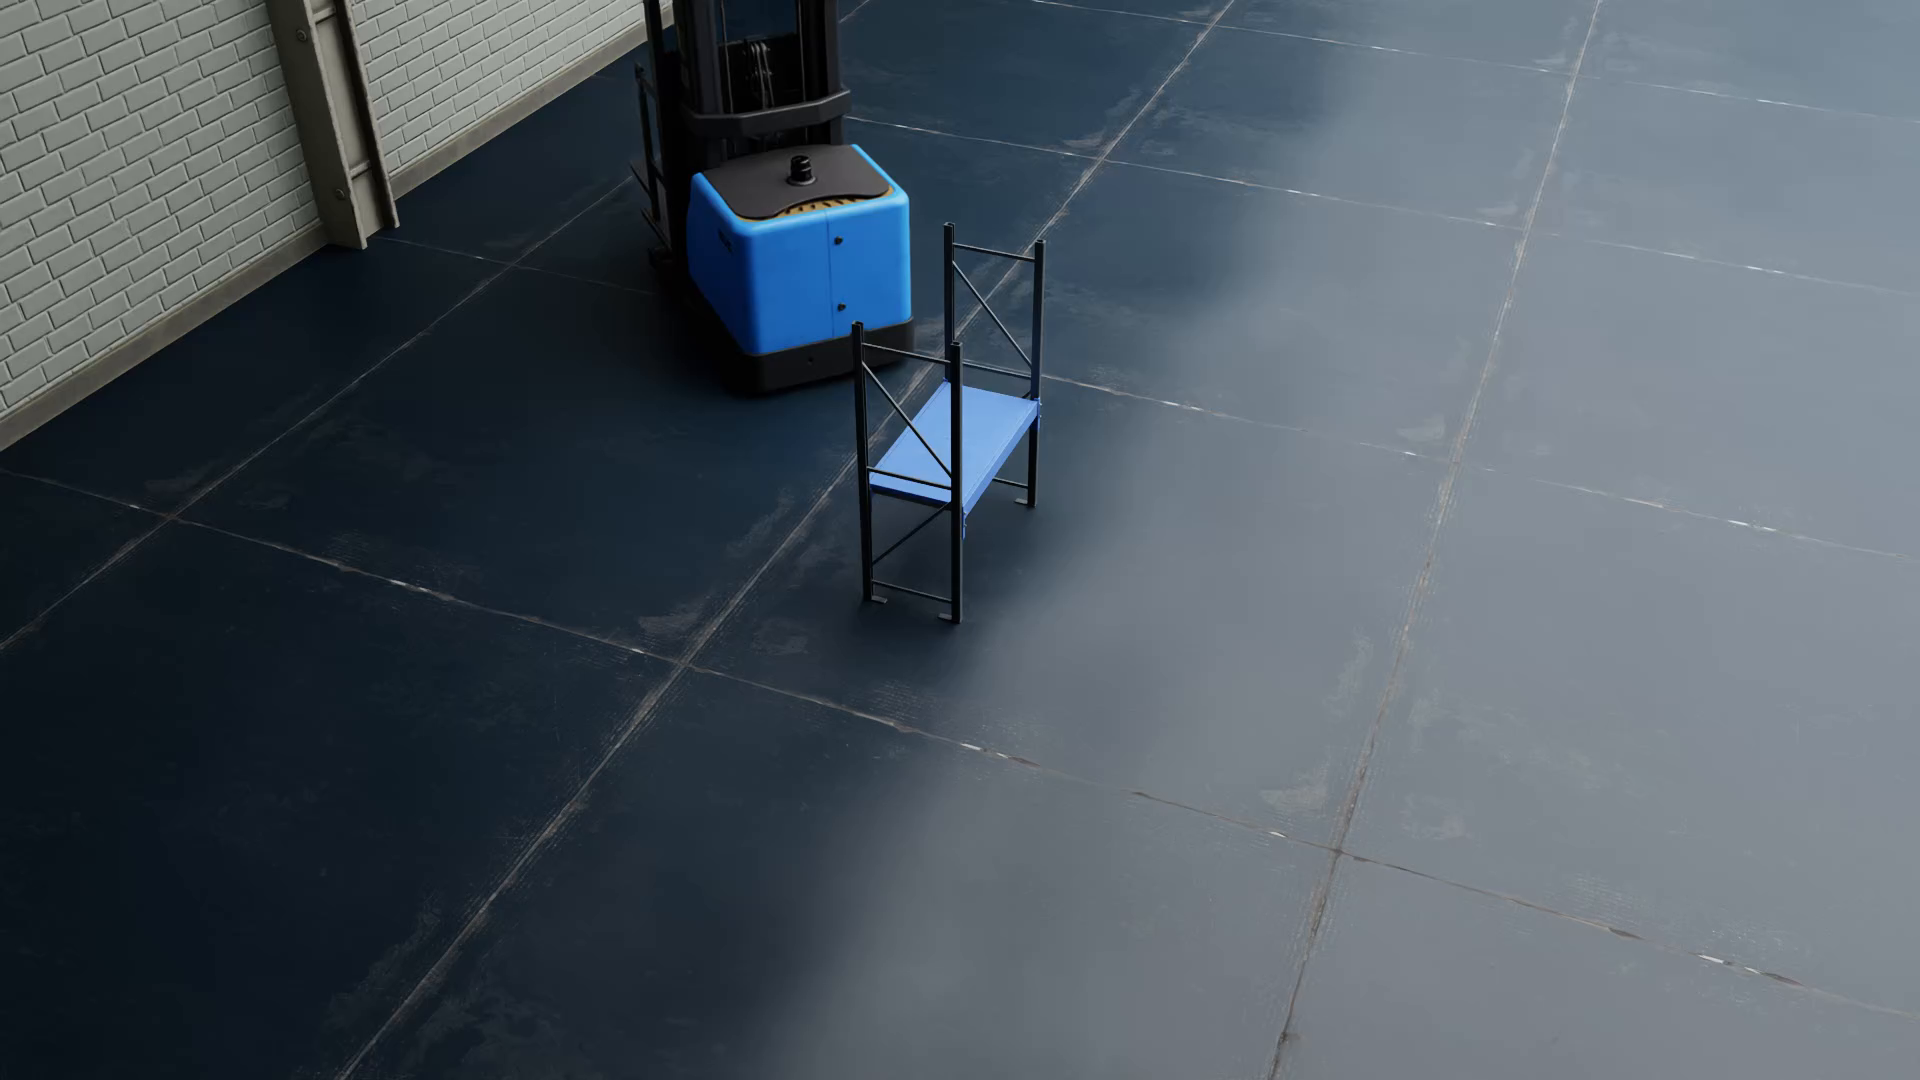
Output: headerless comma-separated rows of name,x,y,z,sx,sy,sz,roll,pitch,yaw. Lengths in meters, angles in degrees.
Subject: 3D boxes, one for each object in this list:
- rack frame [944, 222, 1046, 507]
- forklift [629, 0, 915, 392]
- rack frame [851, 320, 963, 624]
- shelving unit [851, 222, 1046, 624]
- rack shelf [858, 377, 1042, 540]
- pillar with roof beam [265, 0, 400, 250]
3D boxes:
rack frame,0.161,-0.835,8.216,0.500,1.500,0.032,14,39,18
forklift,-1.342,-2.878,9.754,1.130,2.935,3.031,-15,39,-20
rack frame,-0.226,-0.272,7.463,0.500,1.500,0.032,14,39,18
shelving unit,-0.032,-0.554,7.839,0.538,1.500,1.048,14,39,18
rack shelf,-0.032,-0.409,7.947,0.538,0.185,1.000,14,39,18
pillar with roof beam,-0.001,-4.670,7.083,9.100,9.000,0.400,14,39,18
